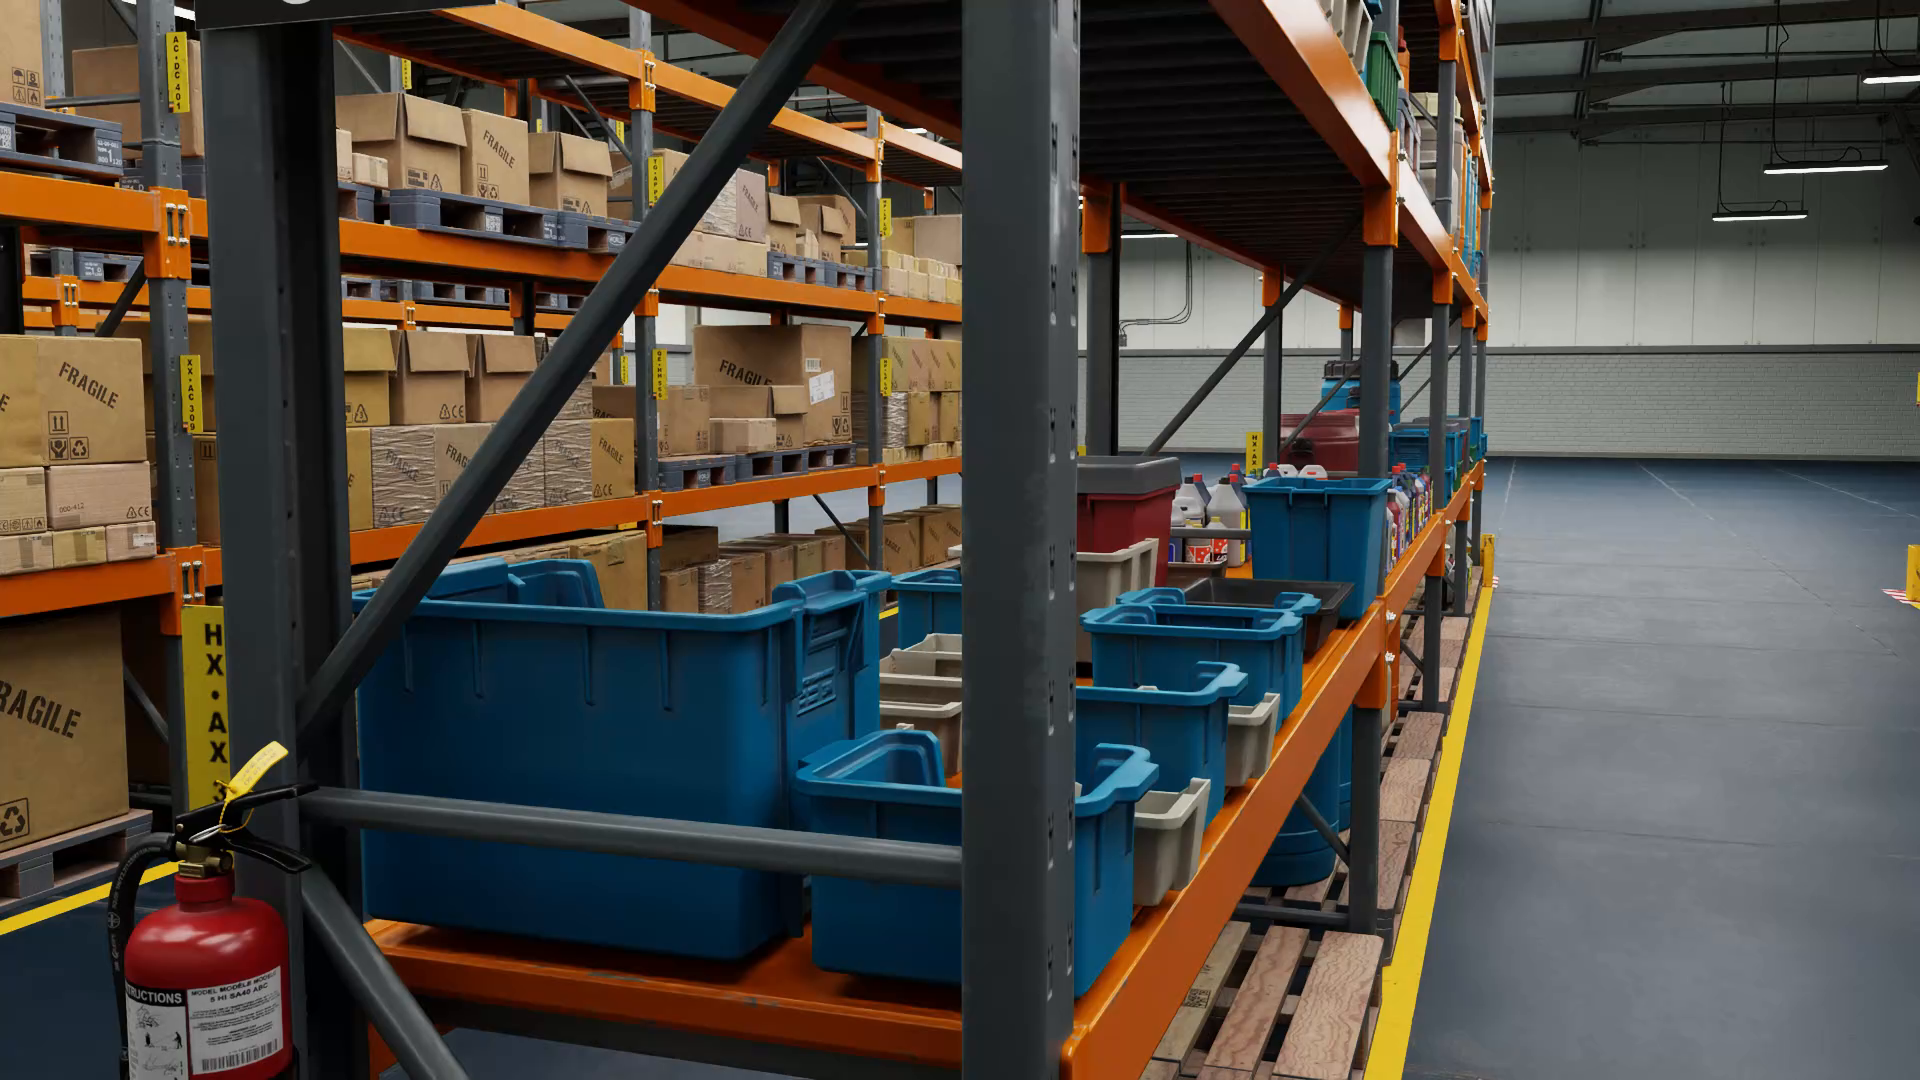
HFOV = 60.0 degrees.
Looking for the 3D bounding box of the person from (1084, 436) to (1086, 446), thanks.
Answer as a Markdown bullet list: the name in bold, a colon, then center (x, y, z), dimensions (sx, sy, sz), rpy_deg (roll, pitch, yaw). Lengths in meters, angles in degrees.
- **person**: center (1.102, -0.066, 13.518), dimensions (0.446, 1.678, 0.302), rpy_deg (2, 6, 20)
